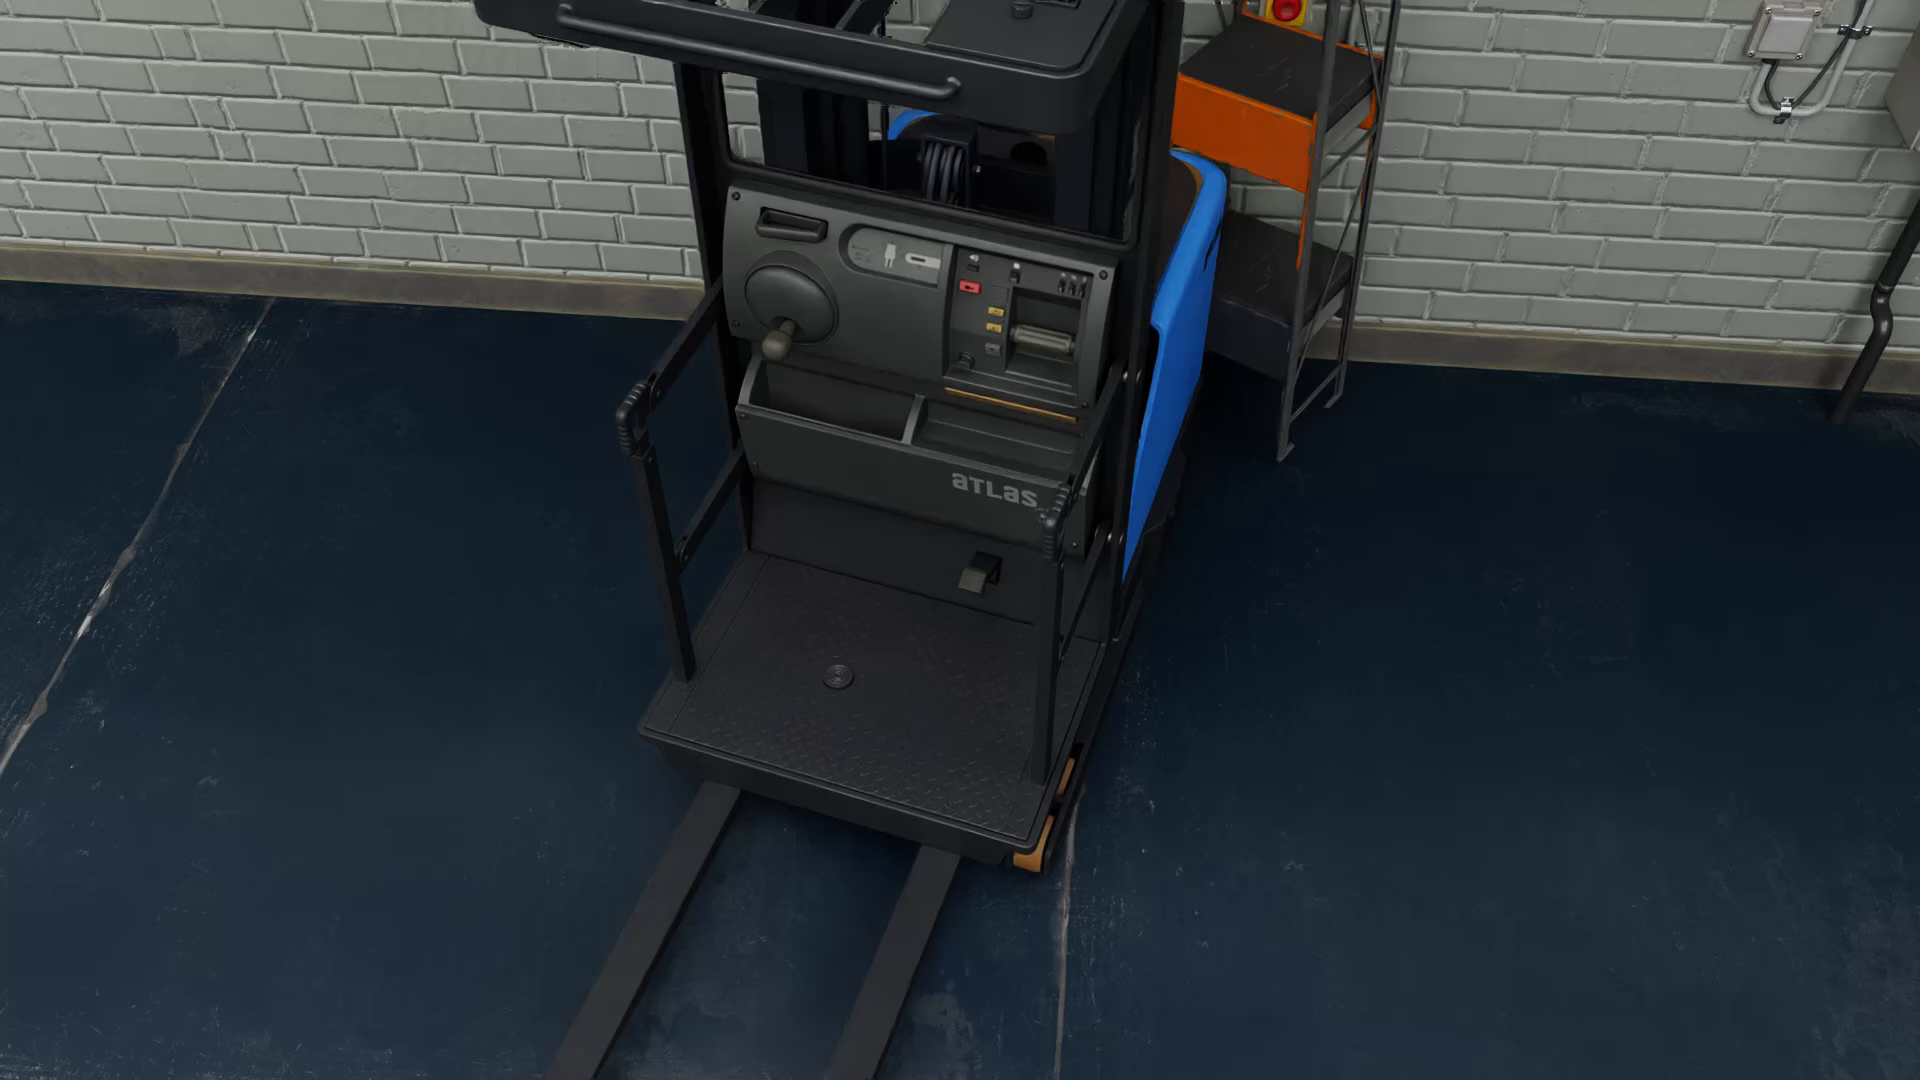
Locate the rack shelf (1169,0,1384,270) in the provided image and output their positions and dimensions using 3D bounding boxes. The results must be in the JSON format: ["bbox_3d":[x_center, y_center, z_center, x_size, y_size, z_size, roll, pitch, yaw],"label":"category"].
[{"bbox_3d":[0.905,-1.181,4.836,0.480,0.518,0.431,28,55,27],"label":"rack shelf"}]

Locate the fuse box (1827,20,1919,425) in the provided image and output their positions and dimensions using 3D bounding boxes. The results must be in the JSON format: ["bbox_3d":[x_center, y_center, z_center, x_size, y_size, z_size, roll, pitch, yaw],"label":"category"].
[{"bbox_3d":[2.988,-0.963,4.971,0.539,1.711,0.414,4,48,4],"label":"fuse box"}]

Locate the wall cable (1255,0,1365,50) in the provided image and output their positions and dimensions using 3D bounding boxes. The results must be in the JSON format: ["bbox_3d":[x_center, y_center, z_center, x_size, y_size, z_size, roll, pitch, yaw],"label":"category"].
[{"bbox_3d":[0.909,-2.000,4.337,0.585,1.953,0.123,4,48,4],"label":"wall cable"}]

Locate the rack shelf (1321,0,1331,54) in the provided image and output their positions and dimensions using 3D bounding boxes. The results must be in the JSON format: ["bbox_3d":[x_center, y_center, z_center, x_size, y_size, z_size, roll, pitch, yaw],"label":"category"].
[{"bbox_3d":[0.866,-1.657,4.324,0.480,0.518,0.431,28,55,27],"label":"rack shelf"}]

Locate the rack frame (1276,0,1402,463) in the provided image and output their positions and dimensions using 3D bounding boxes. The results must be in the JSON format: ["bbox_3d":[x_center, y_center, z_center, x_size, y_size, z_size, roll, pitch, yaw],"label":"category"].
[{"bbox_3d":[1.096,-1.086,4.715,0.015,2.100,0.400,28,55,27],"label":"rack frame"}]

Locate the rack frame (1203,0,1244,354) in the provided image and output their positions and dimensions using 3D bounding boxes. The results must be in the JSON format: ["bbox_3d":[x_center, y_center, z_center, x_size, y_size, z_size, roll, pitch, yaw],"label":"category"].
[{"bbox_3d":[0.713,-1.293,4.937,0.015,2.100,0.400,28,55,27],"label":"rack frame"}]

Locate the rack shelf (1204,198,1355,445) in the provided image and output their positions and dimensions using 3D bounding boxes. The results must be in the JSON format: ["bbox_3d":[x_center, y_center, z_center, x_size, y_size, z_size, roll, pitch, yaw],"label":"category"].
[{"bbox_3d":[0.944,-0.705,5.348,0.480,0.518,0.431,28,55,27],"label":"rack shelf"}]

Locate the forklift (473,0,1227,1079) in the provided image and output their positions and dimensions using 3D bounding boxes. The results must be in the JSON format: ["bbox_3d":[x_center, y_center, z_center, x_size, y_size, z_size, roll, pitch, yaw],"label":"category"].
[{"bbox_3d":[-0.177,-0.452,3.678,1.130,2.935,3.031,14,49,13],"label":"forklift"}]

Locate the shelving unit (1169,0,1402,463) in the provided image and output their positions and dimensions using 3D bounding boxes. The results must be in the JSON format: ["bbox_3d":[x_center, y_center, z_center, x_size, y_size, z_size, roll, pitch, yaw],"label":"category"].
[{"bbox_3d":[0.904,-1.190,4.826,0.503,2.100,0.431,28,55,27],"label":"shelving unit"}]

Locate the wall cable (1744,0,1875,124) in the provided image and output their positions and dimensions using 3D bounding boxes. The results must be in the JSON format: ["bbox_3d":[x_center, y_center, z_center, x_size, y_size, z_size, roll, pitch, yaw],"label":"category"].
[{"bbox_3d":[2.322,-1.903,4.269,0.588,1.984,0.122,4,48,4],"label":"wall cable"}]
